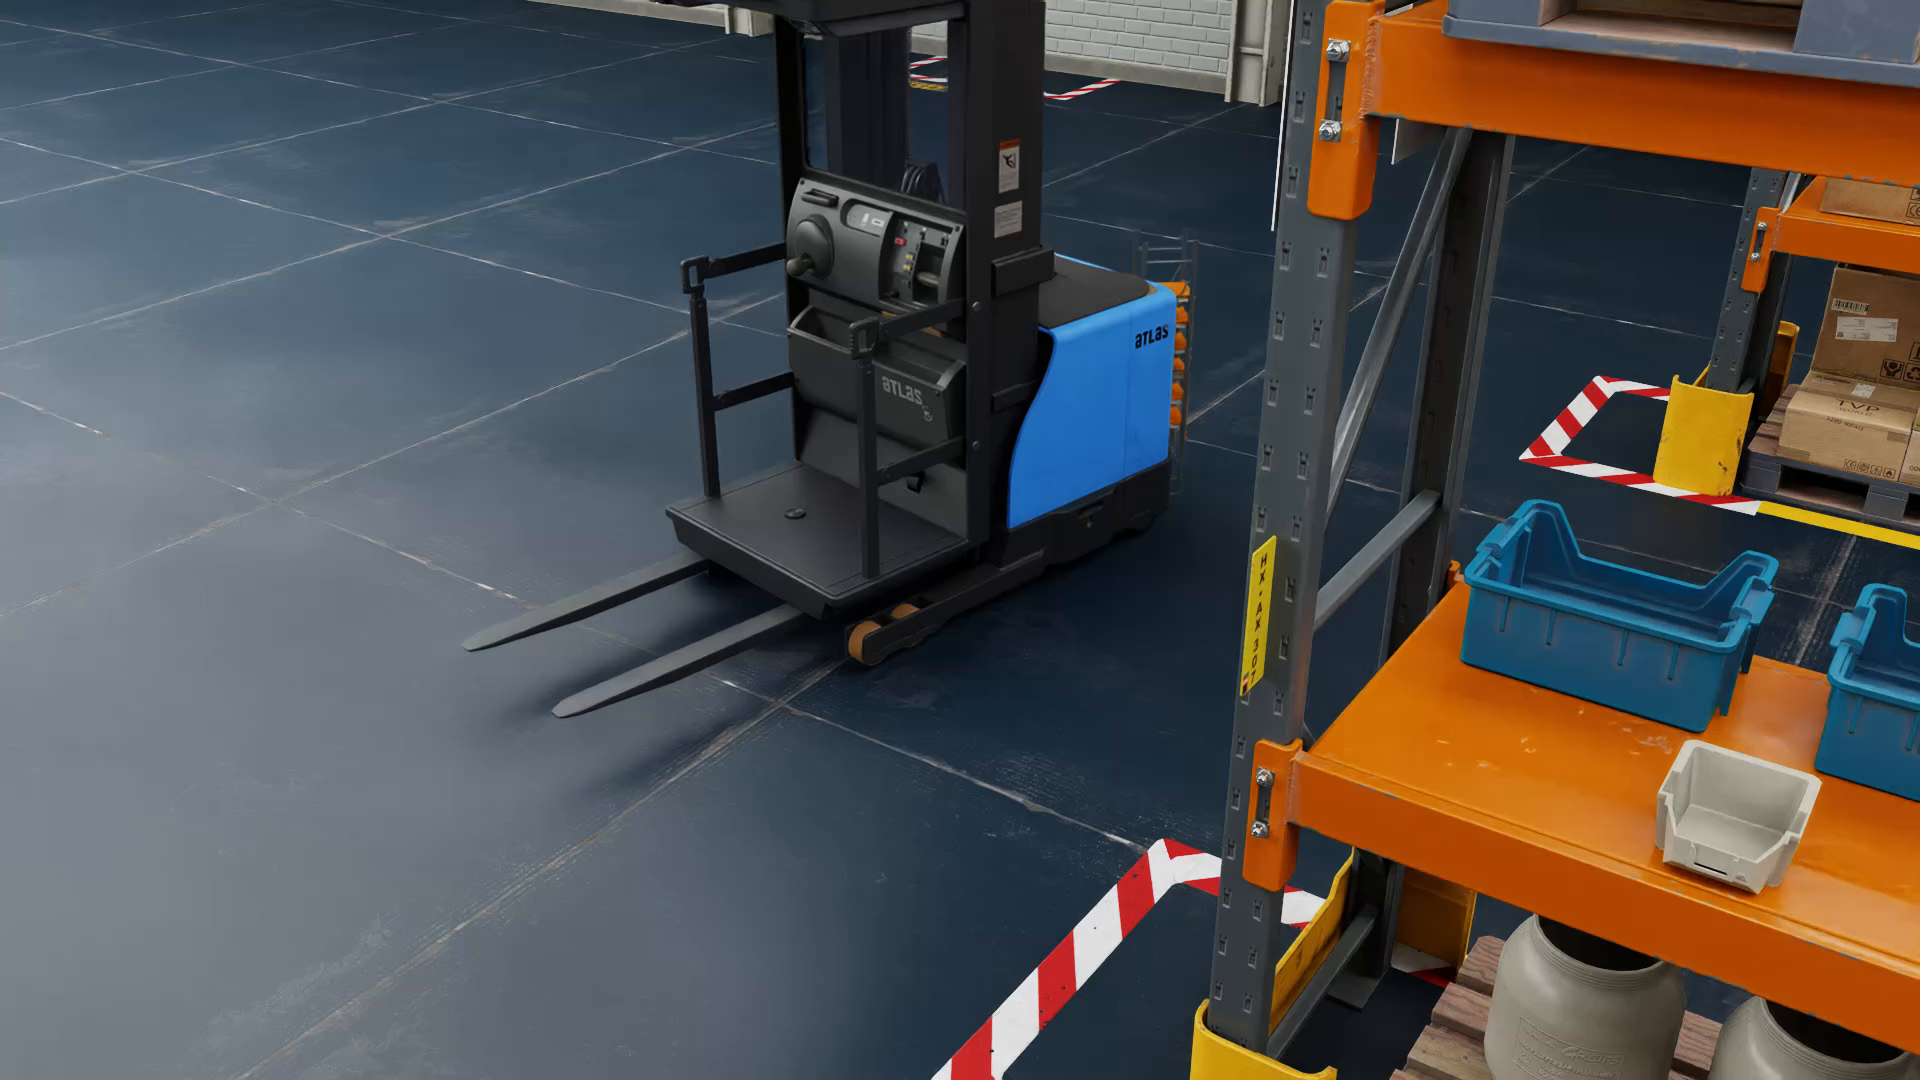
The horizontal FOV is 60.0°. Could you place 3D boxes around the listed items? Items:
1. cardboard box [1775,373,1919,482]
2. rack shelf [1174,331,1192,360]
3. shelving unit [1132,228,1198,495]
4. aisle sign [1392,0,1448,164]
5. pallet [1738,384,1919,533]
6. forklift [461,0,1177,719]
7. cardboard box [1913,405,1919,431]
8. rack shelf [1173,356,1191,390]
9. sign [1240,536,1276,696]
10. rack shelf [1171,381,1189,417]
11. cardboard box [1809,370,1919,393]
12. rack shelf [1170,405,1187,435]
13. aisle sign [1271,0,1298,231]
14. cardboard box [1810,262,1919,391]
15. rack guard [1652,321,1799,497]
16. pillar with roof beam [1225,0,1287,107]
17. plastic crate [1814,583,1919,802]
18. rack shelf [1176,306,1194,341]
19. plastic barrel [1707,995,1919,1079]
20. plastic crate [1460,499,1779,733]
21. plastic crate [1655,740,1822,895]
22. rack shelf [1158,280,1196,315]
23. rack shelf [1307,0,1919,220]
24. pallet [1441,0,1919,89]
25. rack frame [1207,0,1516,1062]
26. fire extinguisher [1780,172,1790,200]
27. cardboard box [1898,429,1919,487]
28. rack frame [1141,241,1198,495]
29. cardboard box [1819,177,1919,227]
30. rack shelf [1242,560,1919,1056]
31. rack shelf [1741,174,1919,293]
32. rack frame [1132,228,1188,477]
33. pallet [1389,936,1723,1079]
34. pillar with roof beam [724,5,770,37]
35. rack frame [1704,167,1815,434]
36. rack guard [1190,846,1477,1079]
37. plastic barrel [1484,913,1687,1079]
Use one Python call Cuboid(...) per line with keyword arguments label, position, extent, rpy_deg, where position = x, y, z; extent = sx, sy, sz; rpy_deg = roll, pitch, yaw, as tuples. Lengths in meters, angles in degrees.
Cuboid(label="cardboard box", position=(4.036, -0.519, 7.531), extent=(0.500, 0.250, 0.500), rpy_deg=(17, 32, 30))
Cuboid(label="rack shelf", position=(0.889, -0.850, 7.430), extent=(0.258, 0.103, 0.180), rpy_deg=(-3, 27, -6))
Cuboid(label="shelving unit", position=(0.889, -0.782, 7.464), extent=(0.258, 1.200, 0.189), rpy_deg=(-3, 27, -6))
Cuboid(label="aisle sign", position=(1.021, -1.215, 3.464), extent=(0.004, 0.787, 0.394), rpy_deg=(17, 32, 30))
Cuboid(label="pallet", position=(4.374, -0.354, 7.714), extent=(1.213, 0.211, 1.003), rpy_deg=(17, 32, 30))
Cuboid(label="forklift", position=(-0.484, -1.095, 6.170), extent=(3.031, 2.935, 1.130), rpy_deg=(-24, 35, -38))
Cuboid(label="cardboard box", position=(4.449, -0.725, 7.110), extent=(0.500, 0.500, 0.500), rpy_deg=(17, 32, 30))
Cuboid(label="rack shelf", position=(0.889, -0.743, 7.484), extent=(0.258, 0.103, 0.180), rpy_deg=(-3, 27, -6))
Cuboid(label="sign", position=(0.598, 0.154, 3.335), extent=(0.005, 0.325, 0.100), rpy_deg=(17, 32, 30))
Cuboid(label="rack shelf", position=(0.889, -0.636, 7.539), extent=(0.258, 0.103, 0.180), rpy_deg=(-3, 27, -6))
Cuboid(label="cardboard box", position=(4.329, -0.712, 7.911), extent=(0.500, 0.250, 0.500), rpy_deg=(17, 32, 30))
Cuboid(label="rack shelf", position=(0.889, -0.529, 7.593), extent=(0.258, 0.103, 0.180), rpy_deg=(-3, 27, -6))
Cuboid(label="aisle sign", position=(0.687, -0.994, 3.031), extent=(0.004, 0.787, 0.394), rpy_deg=(17, 32, 30))
Cuboid(label="cardboard box", position=(4.331, -1.047, 7.743), extent=(0.500, 0.500, 0.500), rpy_deg=(17, 32, 30))
Cuboid(label="rack guard", position=(3.700, -0.670, 8.015), extent=(0.348, 0.500, 1.175), rpy_deg=(17, 32, 30))
Cuboid(label="pillar with roof beam", position=(0.205, -6.379, 9.864), extent=(0.400, 9.000, 9.100), rpy_deg=(17, 32, 30))
Cuboid(label="plastic crate", position=(2.027, 0.325, 3.468), extent=(0.408, 0.251, 0.499), rpy_deg=(17, 32, 30))
Cuboid(label="rack shelf", position=(0.889, -0.956, 7.375), extent=(0.258, 0.103, 0.180), rpy_deg=(-3, 27, -6))
Cuboid(label="plastic barrel", position=(1.911, 1.264, 3.739), extent=(0.421, 0.512, 0.421), rpy_deg=(0, 27, 0))
Cuboid(label="plastic crate", position=(1.495, 0.156, 3.800), extent=(0.616, 0.251, 0.499), rpy_deg=(17, 32, 30))
Cuboid(label="plastic crate", position=(1.468, 0.541, 3.171), extent=(0.250, 0.136, 0.298), rpy_deg=(17, 32, 30))
Cuboid(label="rack shelf", position=(0.889, -1.063, 7.321), extent=(0.258, 0.103, 0.180), rpy_deg=(-3, 27, -6))
Cuboid(label="rack shelf", position=(2.561, -0.430, 2.273), extent=(4.000, 0.370, 1.077), rpy_deg=(17, 32, 30))
Cuboid(label="pallet", position=(1.539, -0.931, 2.672), extent=(1.213, 0.211, 1.003), rpy_deg=(17, 32, 30))
Cuboid(label="rack frame", position=(0.913, 0.073, 3.799), extent=(0.127, 3.000, 1.000), rpy_deg=(17, 32, 30))
Cuboid(label="fire extinguisher", position=(3.886, -1.947, 7.855), extent=(0.183, 0.674, 0.296), rpy_deg=(17, 32, 30))
Cuboid(label="cardboard box", position=(4.450, -0.392, 7.281), extent=(0.500, 0.250, 0.500), rpy_deg=(17, 32, 30))
Cuboid(label="rack frame", position=(0.900, -0.741, 7.383), extent=(0.240, 1.200, 0.006), rpy_deg=(-3, 27, -6))
Cuboid(label="cardboard box", position=(4.098, -1.698, 7.169), extent=(0.500, 0.500, 0.700), rpy_deg=(17, 32, 30))
Cuboid(label="rack shelf", position=(2.561, 0.907, 2.953), extent=(4.000, 0.370, 1.077), rpy_deg=(17, 32, 30))
Cuboid(label="rack shelf", position=(5.369, -0.944, 6.590), extent=(4.000, 0.370, 1.077), rpy_deg=(17, 32, 30))
Cuboid(label="rack frame", position=(0.878, -0.823, 7.545), extent=(0.240, 1.200, 0.006), rpy_deg=(-3, 27, -6))
Cuboid(label="pallet", position=(1.668, 1.528, 4.014), extent=(1.213, 0.211, 1.003), rpy_deg=(17, 32, 30))
Cuboid(label="pillar with roof beam", position=(-4.740, -7.920, 12.891), extent=(0.400, 9.000, 9.100), rpy_deg=(17, 32, 30))
Cuboid(label="rack frame", position=(3.720, -1.778, 7.436), extent=(0.127, 3.000, 1.000), rpy_deg=(17, 32, 30))
Cuboid(label="rack guard", position=(1.002, 1.189, 4.362), extent=(0.348, 0.500, 1.175), rpy_deg=(17, 32, 30))
Cuboid(label="plastic barrel", position=(1.498, 1.135, 3.992), extent=(0.421, 0.512, 0.421), rpy_deg=(0, 27, 0))
